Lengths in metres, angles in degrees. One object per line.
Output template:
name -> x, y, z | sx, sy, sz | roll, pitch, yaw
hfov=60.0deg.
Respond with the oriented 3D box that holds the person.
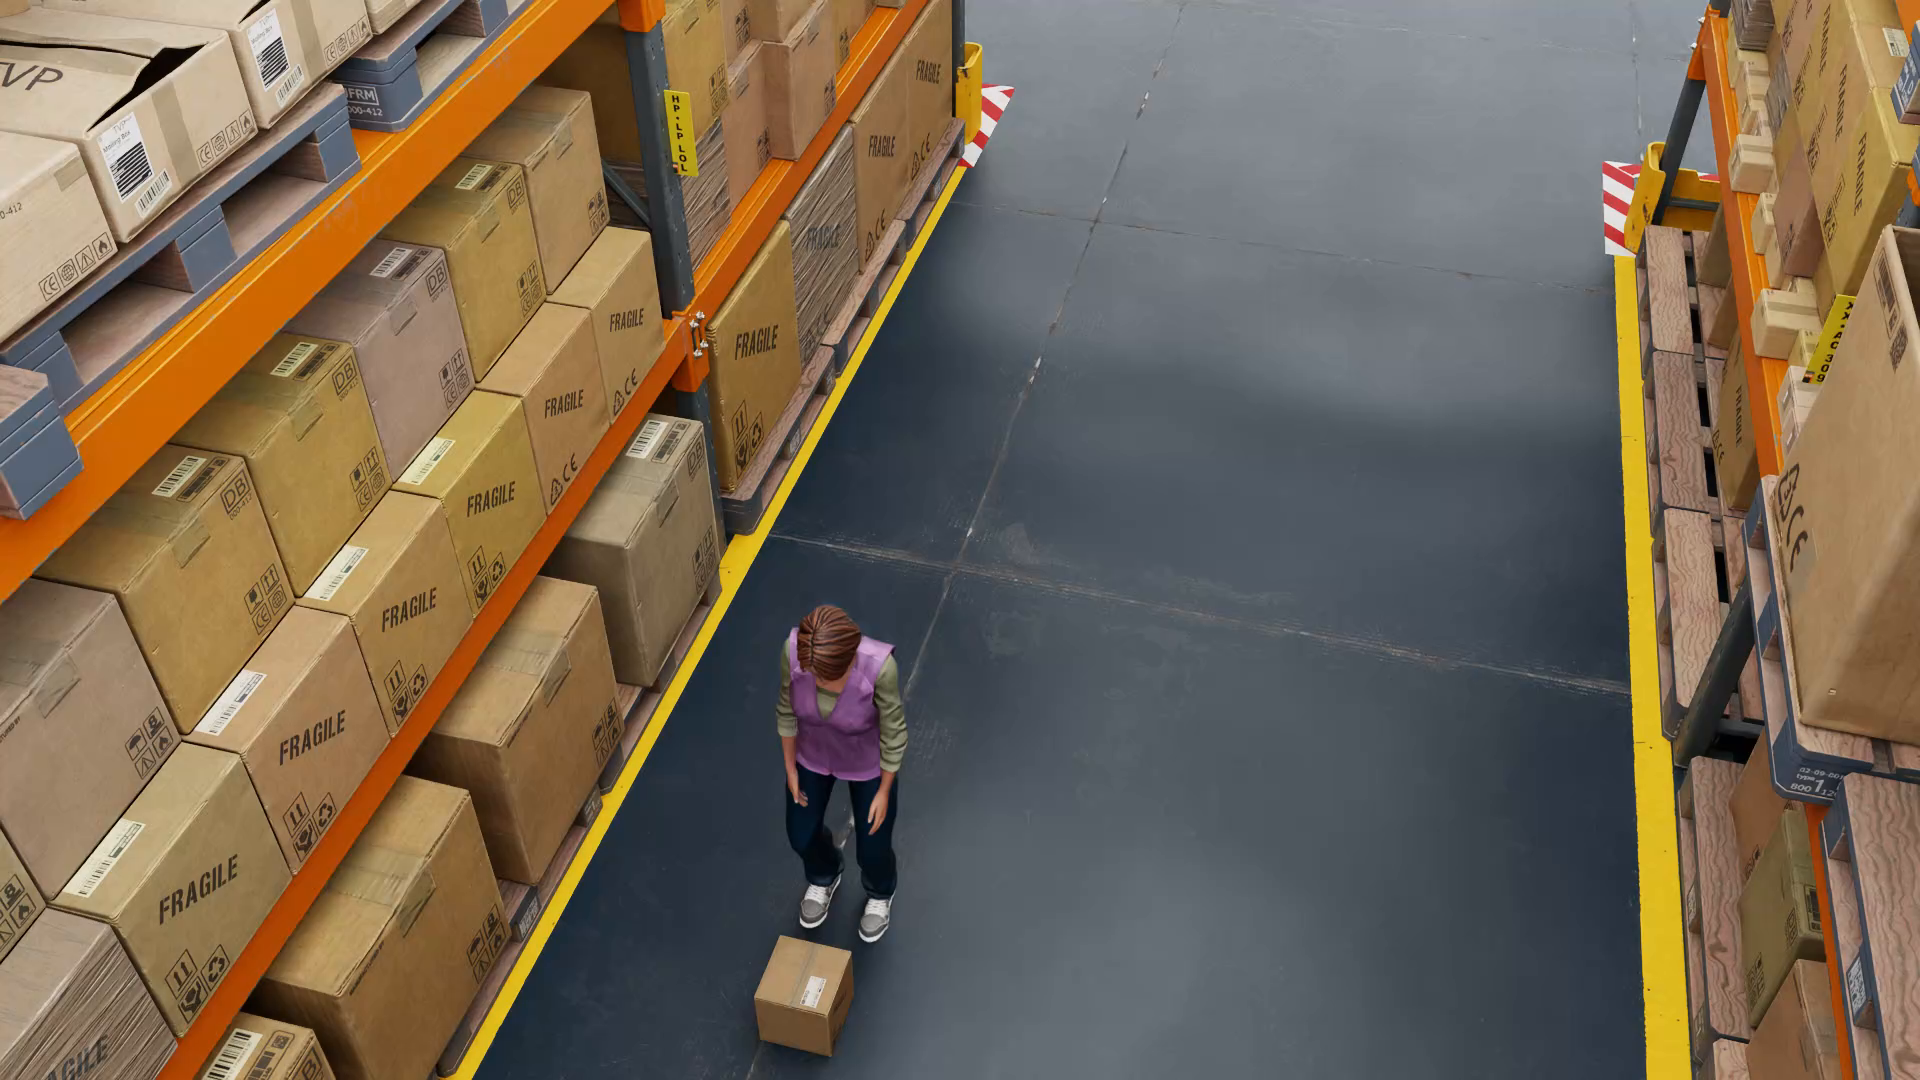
person -> -0.366, 0.743, 5.393 | 0.433, 1.523, 0.417 | 11, 43, 12
